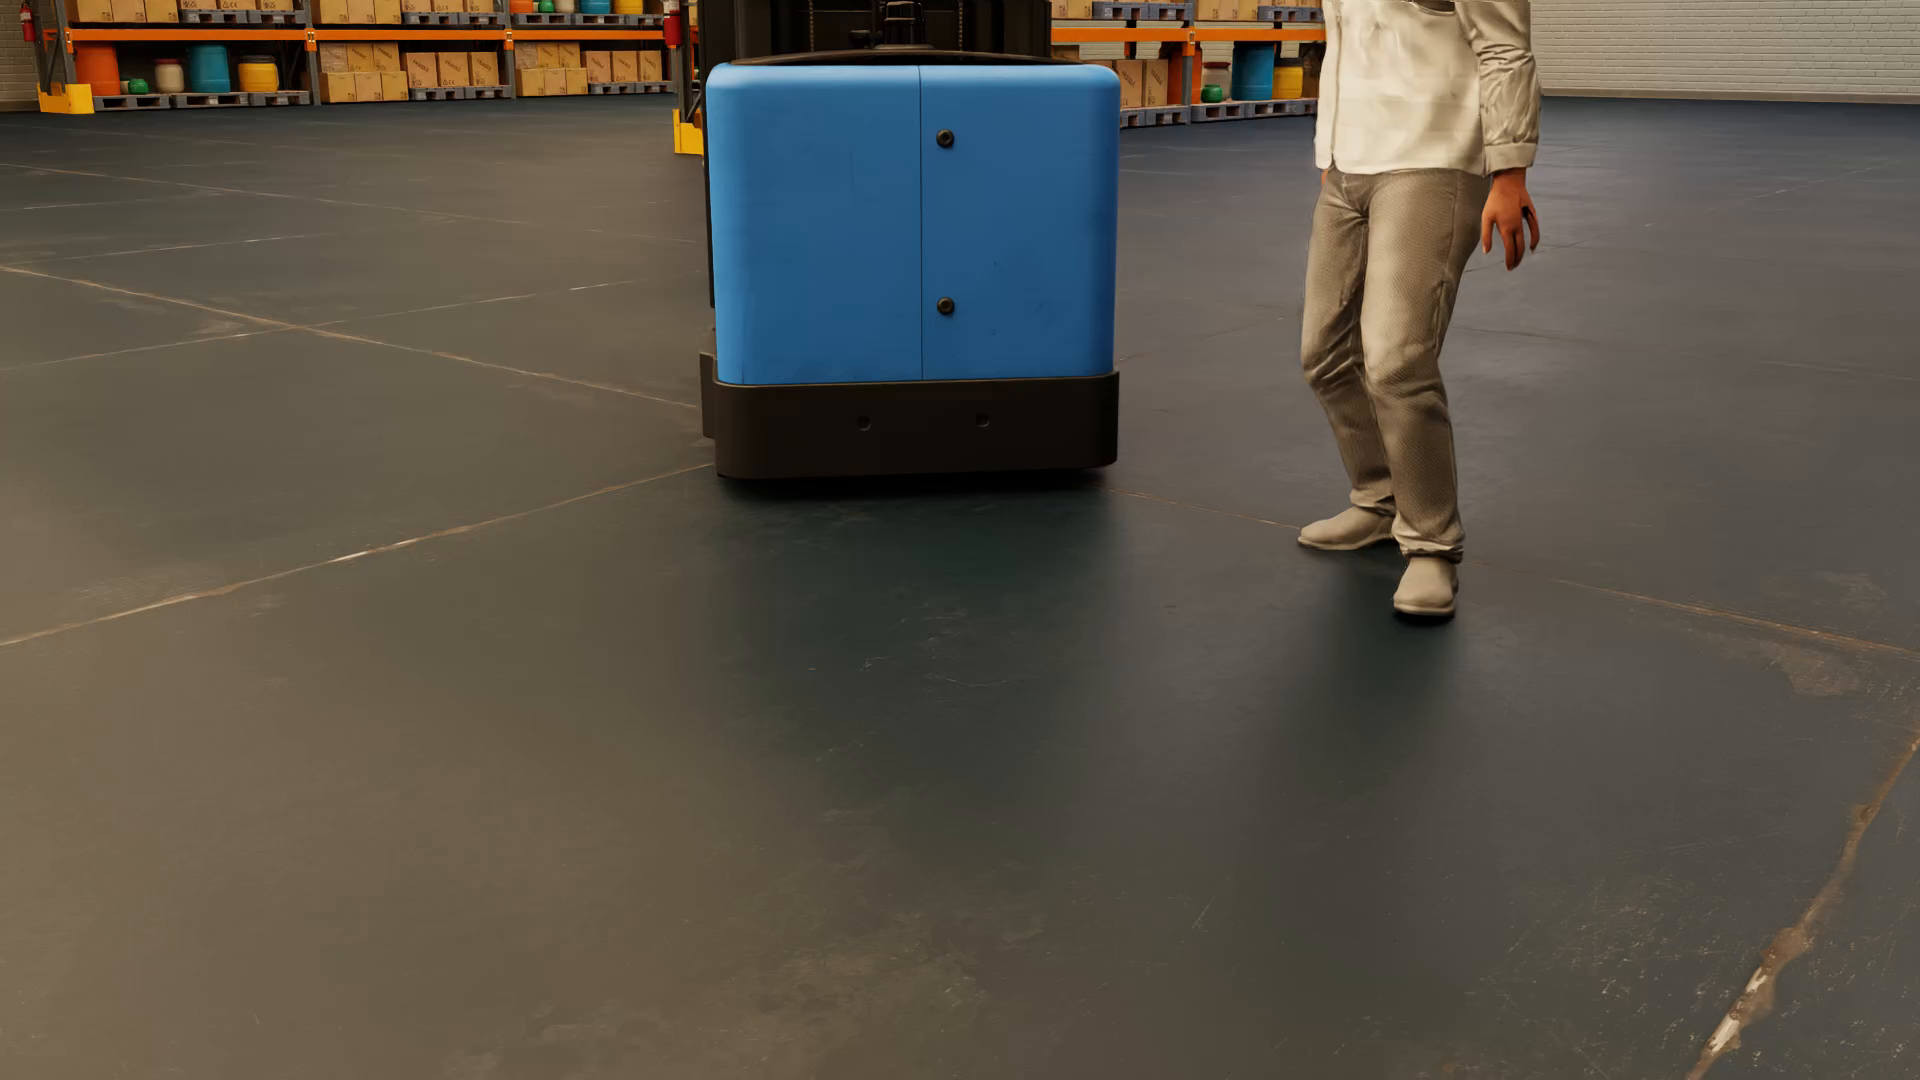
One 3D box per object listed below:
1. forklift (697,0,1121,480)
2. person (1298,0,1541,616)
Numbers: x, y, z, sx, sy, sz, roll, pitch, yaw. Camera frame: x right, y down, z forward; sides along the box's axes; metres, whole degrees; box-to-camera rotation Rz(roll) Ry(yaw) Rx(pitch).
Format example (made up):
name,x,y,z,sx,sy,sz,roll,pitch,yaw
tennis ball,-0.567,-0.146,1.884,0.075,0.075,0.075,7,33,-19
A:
name,x,y,z,sx,sy,sz,roll,pitch,yaw
forklift,-0.295,-1.938,5.279,1.130,2.935,3.031,-2,17,-7
person,0.924,-0.776,3.528,0.459,1.745,0.853,-5,18,-16
